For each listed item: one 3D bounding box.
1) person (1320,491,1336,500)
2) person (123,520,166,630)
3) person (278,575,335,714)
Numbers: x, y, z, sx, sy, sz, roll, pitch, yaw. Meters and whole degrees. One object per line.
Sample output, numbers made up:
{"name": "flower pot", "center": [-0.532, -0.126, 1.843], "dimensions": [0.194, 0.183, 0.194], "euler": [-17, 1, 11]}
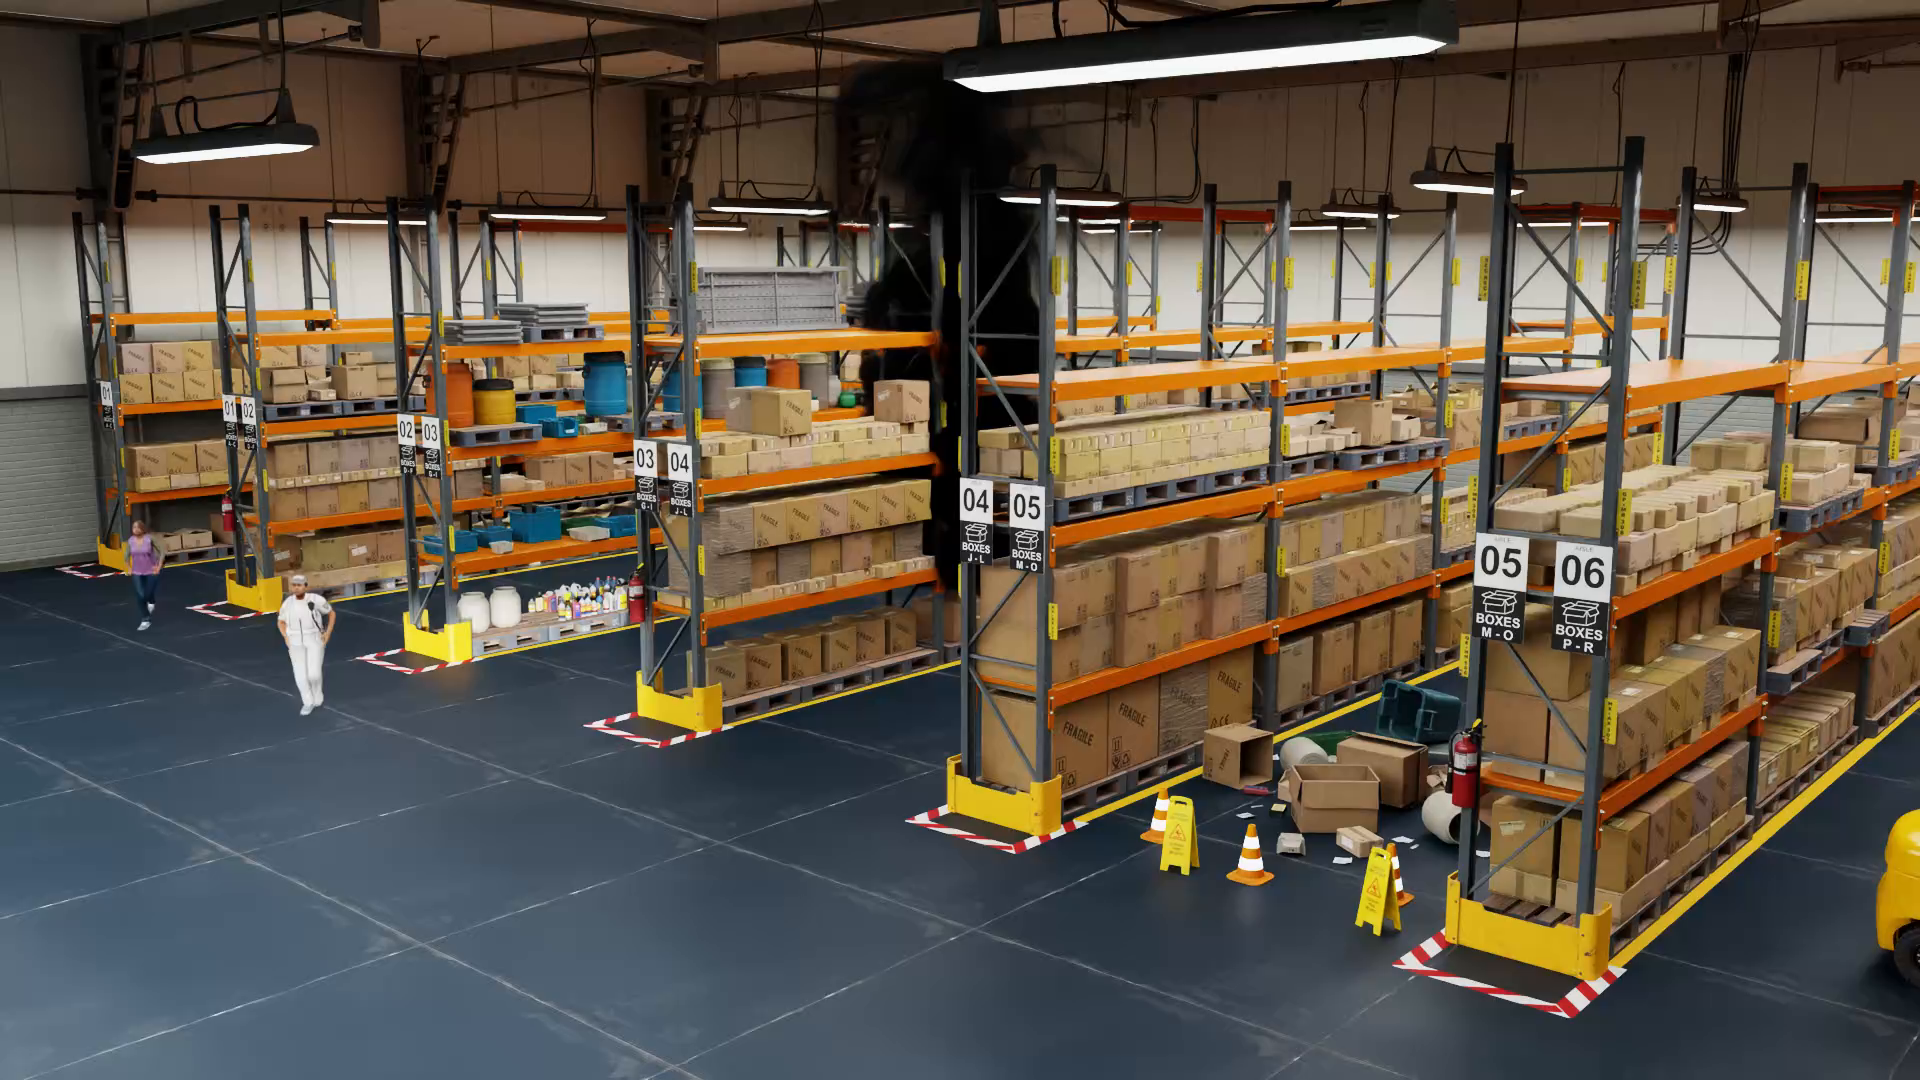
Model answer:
{"name": "person", "center": [5.124, 0.186, 23.499], "dimensions": [0.542, 1.787, 0.701], "euler": [7, 12, 36]}
{"name": "person", "center": [-11.627, 0.479, 23.758], "dimensions": [0.559, 1.578, 0.618], "euler": [-2, 10, -13]}
{"name": "person", "center": [-7.539, 1.210, 19.154], "dimensions": [0.613, 1.631, 0.489], "euler": [-1, 10, -9]}
